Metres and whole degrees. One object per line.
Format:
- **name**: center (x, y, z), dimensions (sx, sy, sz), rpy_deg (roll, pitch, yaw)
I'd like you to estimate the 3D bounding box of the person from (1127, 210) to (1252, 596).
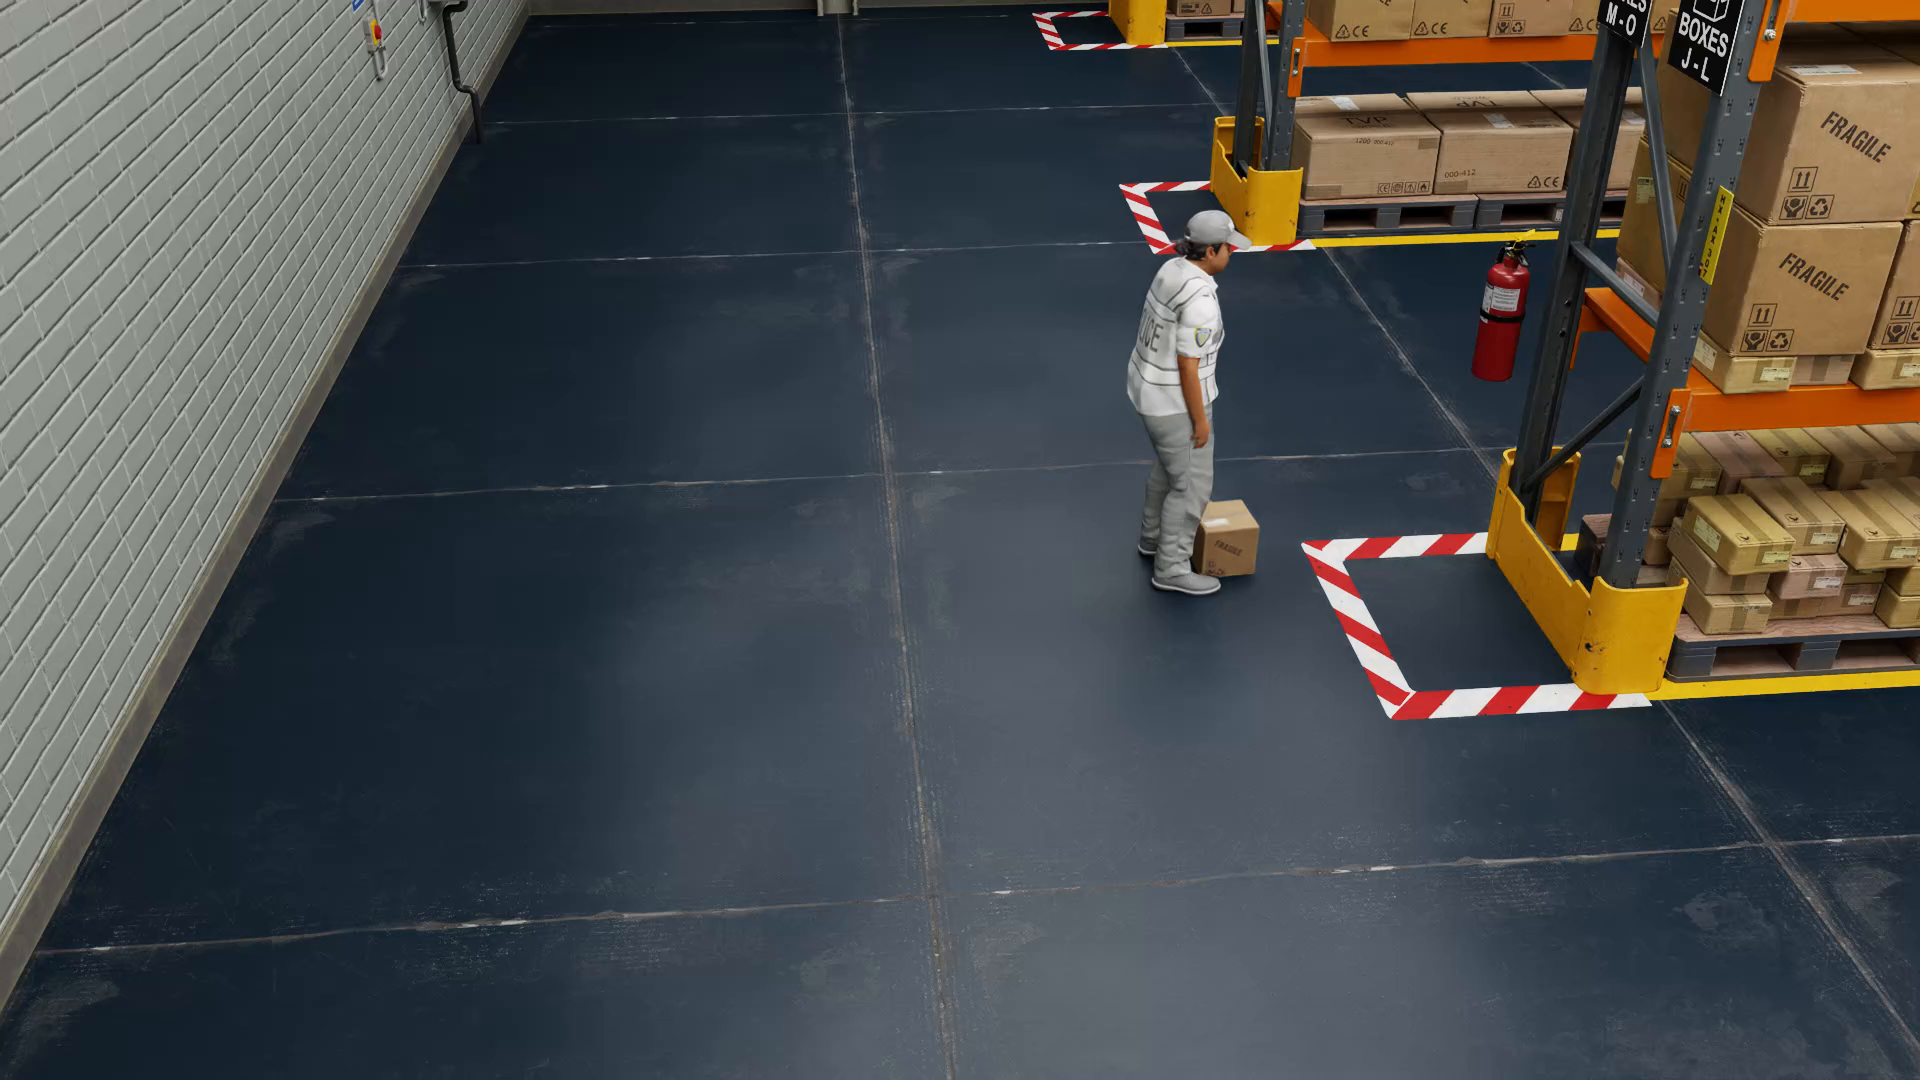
- **person**: center (0.964, -0.593, 7.104), dimensions (0.469, 1.665, 0.537), rpy_deg (-4, 32, -7)
